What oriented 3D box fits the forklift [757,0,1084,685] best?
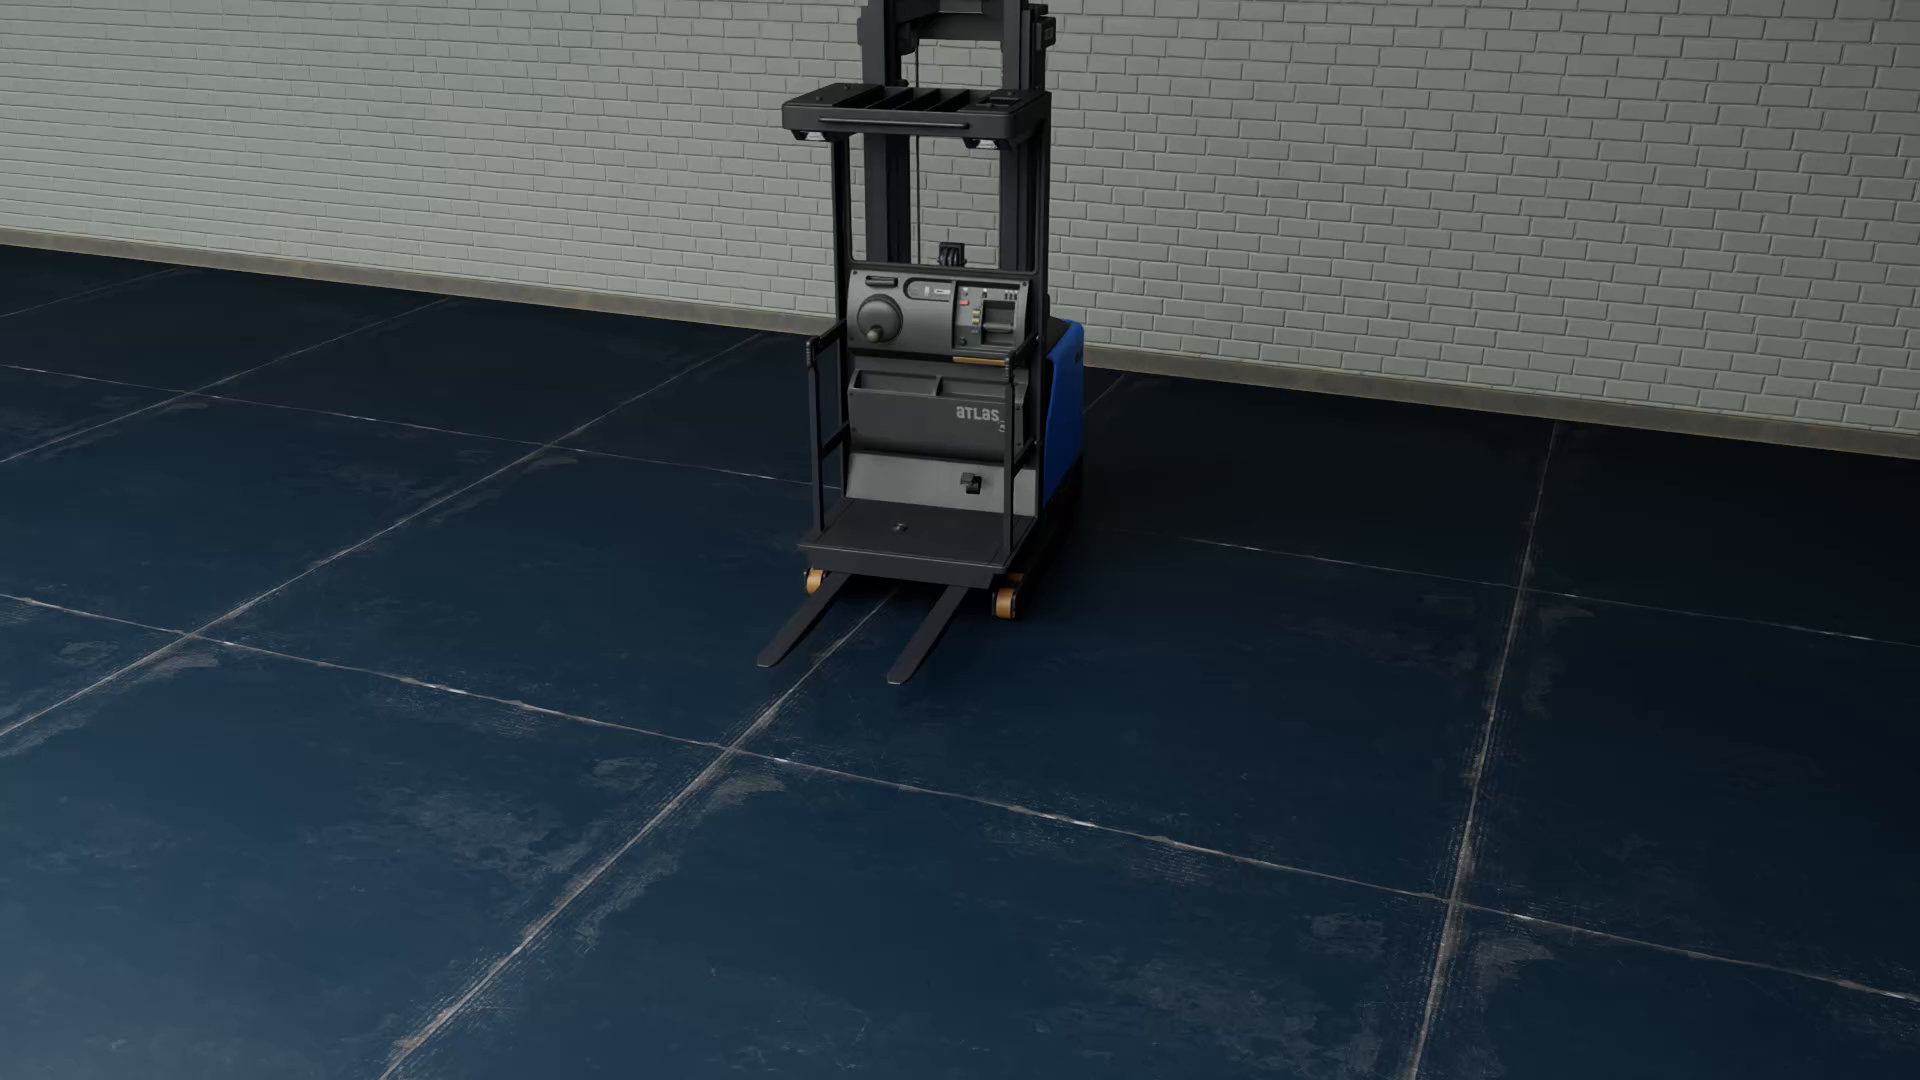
[{"bbox_3d":[-0.169,-1.120,8.129,1.130,2.935,3.031,6,23,14],"label":"forklift"}]
